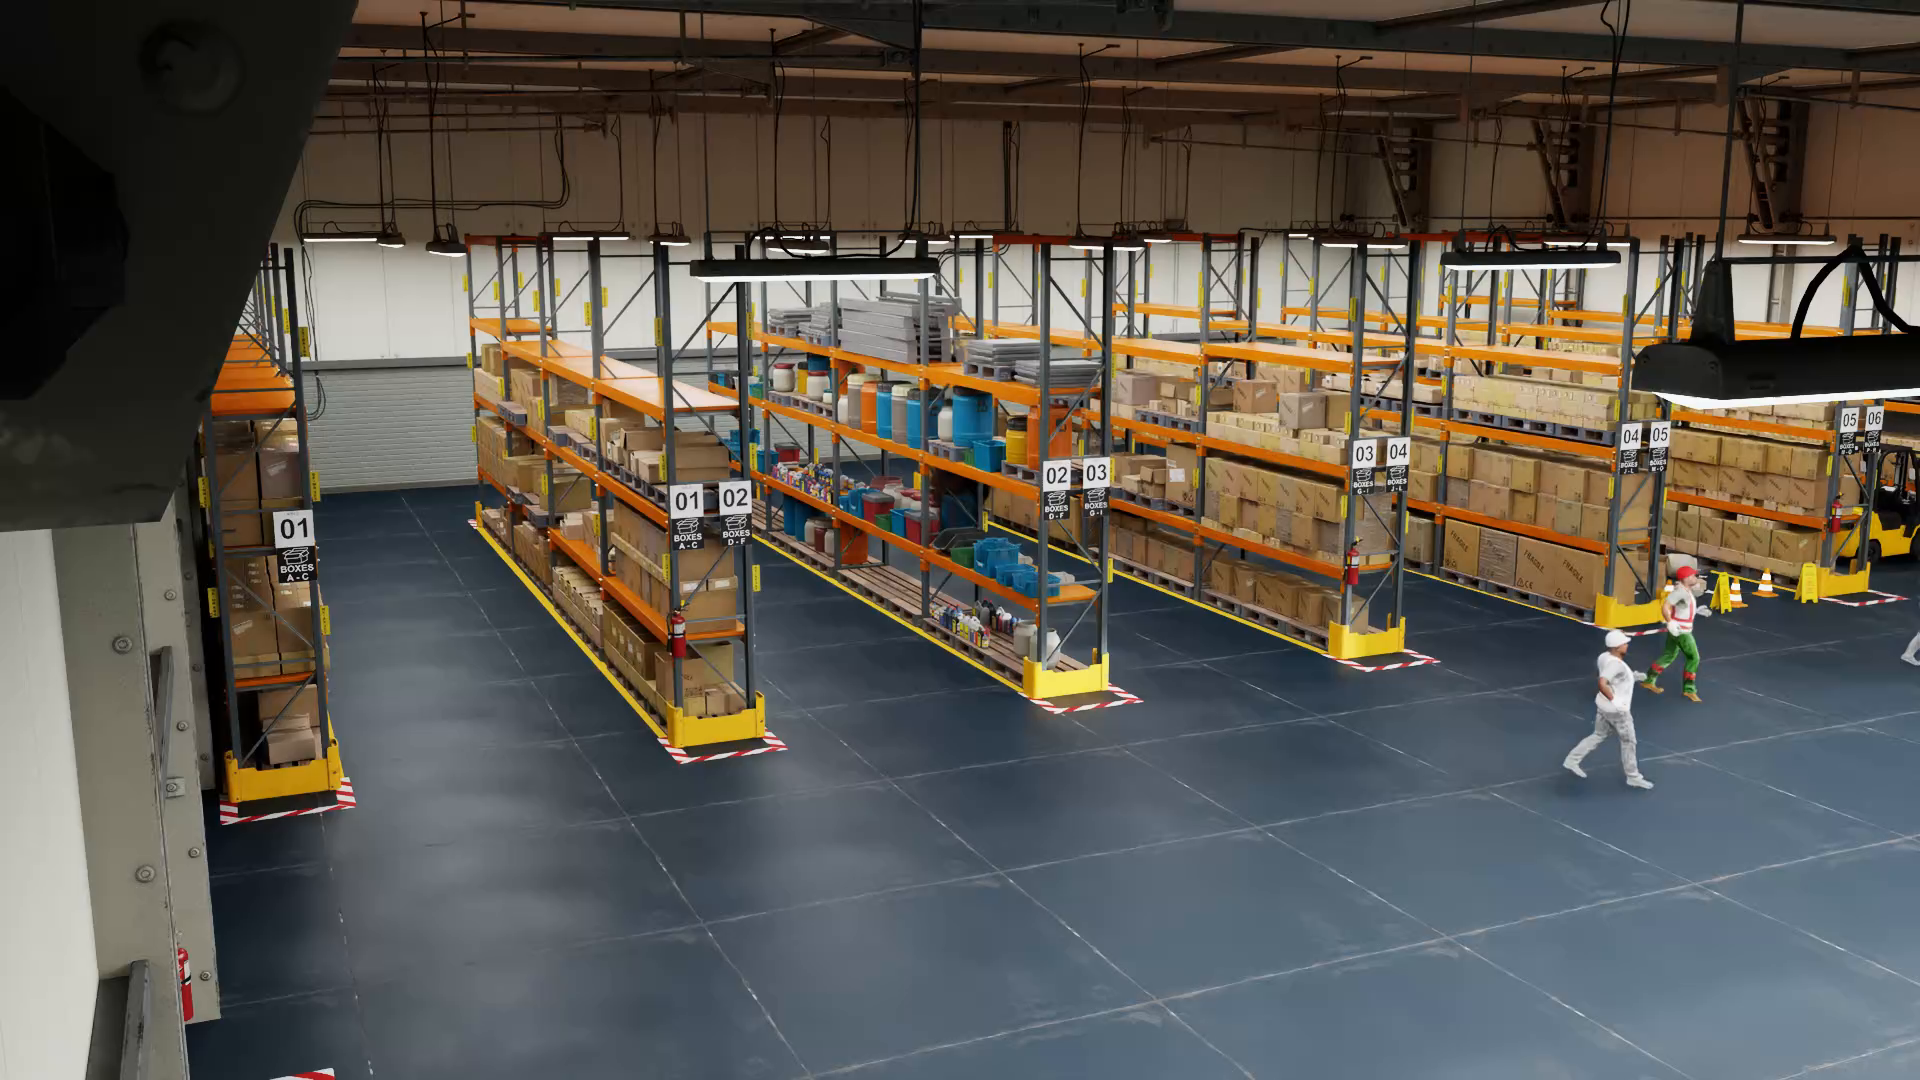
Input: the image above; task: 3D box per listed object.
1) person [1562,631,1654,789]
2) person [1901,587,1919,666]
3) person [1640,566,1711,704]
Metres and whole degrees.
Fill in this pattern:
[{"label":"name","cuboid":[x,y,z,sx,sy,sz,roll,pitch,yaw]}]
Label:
[{"label":"person","cuboid":[7.303,1.882,18.587,0.981,1.781,0.681,0,11,2]},{"label":"person","cuboid":[13.753,1.019,23.443,0.694,1.733,0.590,5,12,24]},{"label":"person","cuboid":[9.525,1.238,22.081,0.809,1.841,0.638,3,11,16]}]
